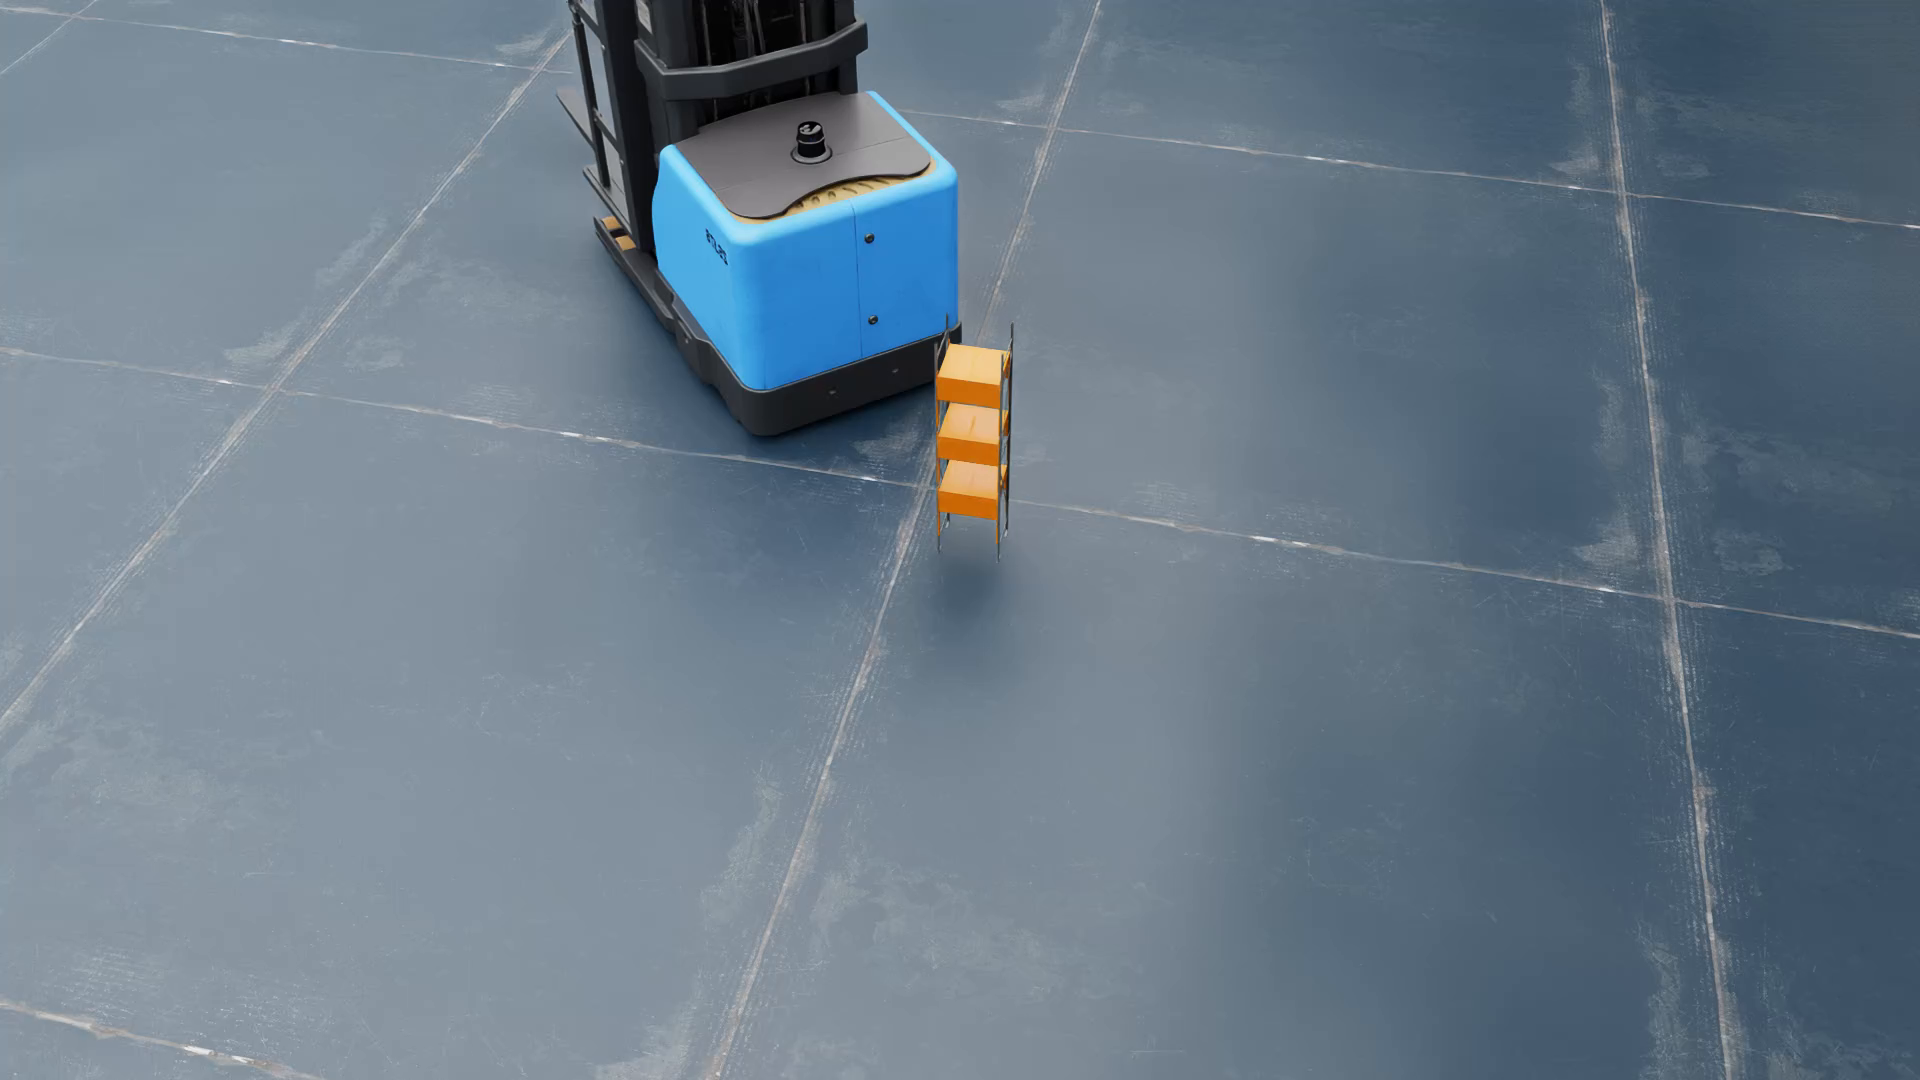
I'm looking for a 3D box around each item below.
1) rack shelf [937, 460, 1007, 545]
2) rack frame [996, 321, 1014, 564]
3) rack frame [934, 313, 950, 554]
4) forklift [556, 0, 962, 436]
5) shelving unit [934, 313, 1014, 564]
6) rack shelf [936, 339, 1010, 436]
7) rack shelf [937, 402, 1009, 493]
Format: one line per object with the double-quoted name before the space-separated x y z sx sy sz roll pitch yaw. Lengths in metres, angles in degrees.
"rack shelf" 0.052 -0.162 6.578 0.240 0.259 0.215 9 45 9
"rack frame" 0.171 -0.352 6.358 0.008 1.050 0.200 9 45 9
"rack frame" -0.067 -0.389 6.397 0.008 1.050 0.200 9 45 9
"forklift" -1.147 -2.516 7.250 1.130 2.935 3.031 -21 48 -20
"shelving unit" 0.052 -0.370 6.378 0.252 1.050 0.215 9 45 9
"rack shelf" 0.052 -0.567 6.188 0.240 0.259 0.215 9 45 9
"rack shelf" 0.052 -0.363 6.385 0.240 0.259 0.215 9 45 9
